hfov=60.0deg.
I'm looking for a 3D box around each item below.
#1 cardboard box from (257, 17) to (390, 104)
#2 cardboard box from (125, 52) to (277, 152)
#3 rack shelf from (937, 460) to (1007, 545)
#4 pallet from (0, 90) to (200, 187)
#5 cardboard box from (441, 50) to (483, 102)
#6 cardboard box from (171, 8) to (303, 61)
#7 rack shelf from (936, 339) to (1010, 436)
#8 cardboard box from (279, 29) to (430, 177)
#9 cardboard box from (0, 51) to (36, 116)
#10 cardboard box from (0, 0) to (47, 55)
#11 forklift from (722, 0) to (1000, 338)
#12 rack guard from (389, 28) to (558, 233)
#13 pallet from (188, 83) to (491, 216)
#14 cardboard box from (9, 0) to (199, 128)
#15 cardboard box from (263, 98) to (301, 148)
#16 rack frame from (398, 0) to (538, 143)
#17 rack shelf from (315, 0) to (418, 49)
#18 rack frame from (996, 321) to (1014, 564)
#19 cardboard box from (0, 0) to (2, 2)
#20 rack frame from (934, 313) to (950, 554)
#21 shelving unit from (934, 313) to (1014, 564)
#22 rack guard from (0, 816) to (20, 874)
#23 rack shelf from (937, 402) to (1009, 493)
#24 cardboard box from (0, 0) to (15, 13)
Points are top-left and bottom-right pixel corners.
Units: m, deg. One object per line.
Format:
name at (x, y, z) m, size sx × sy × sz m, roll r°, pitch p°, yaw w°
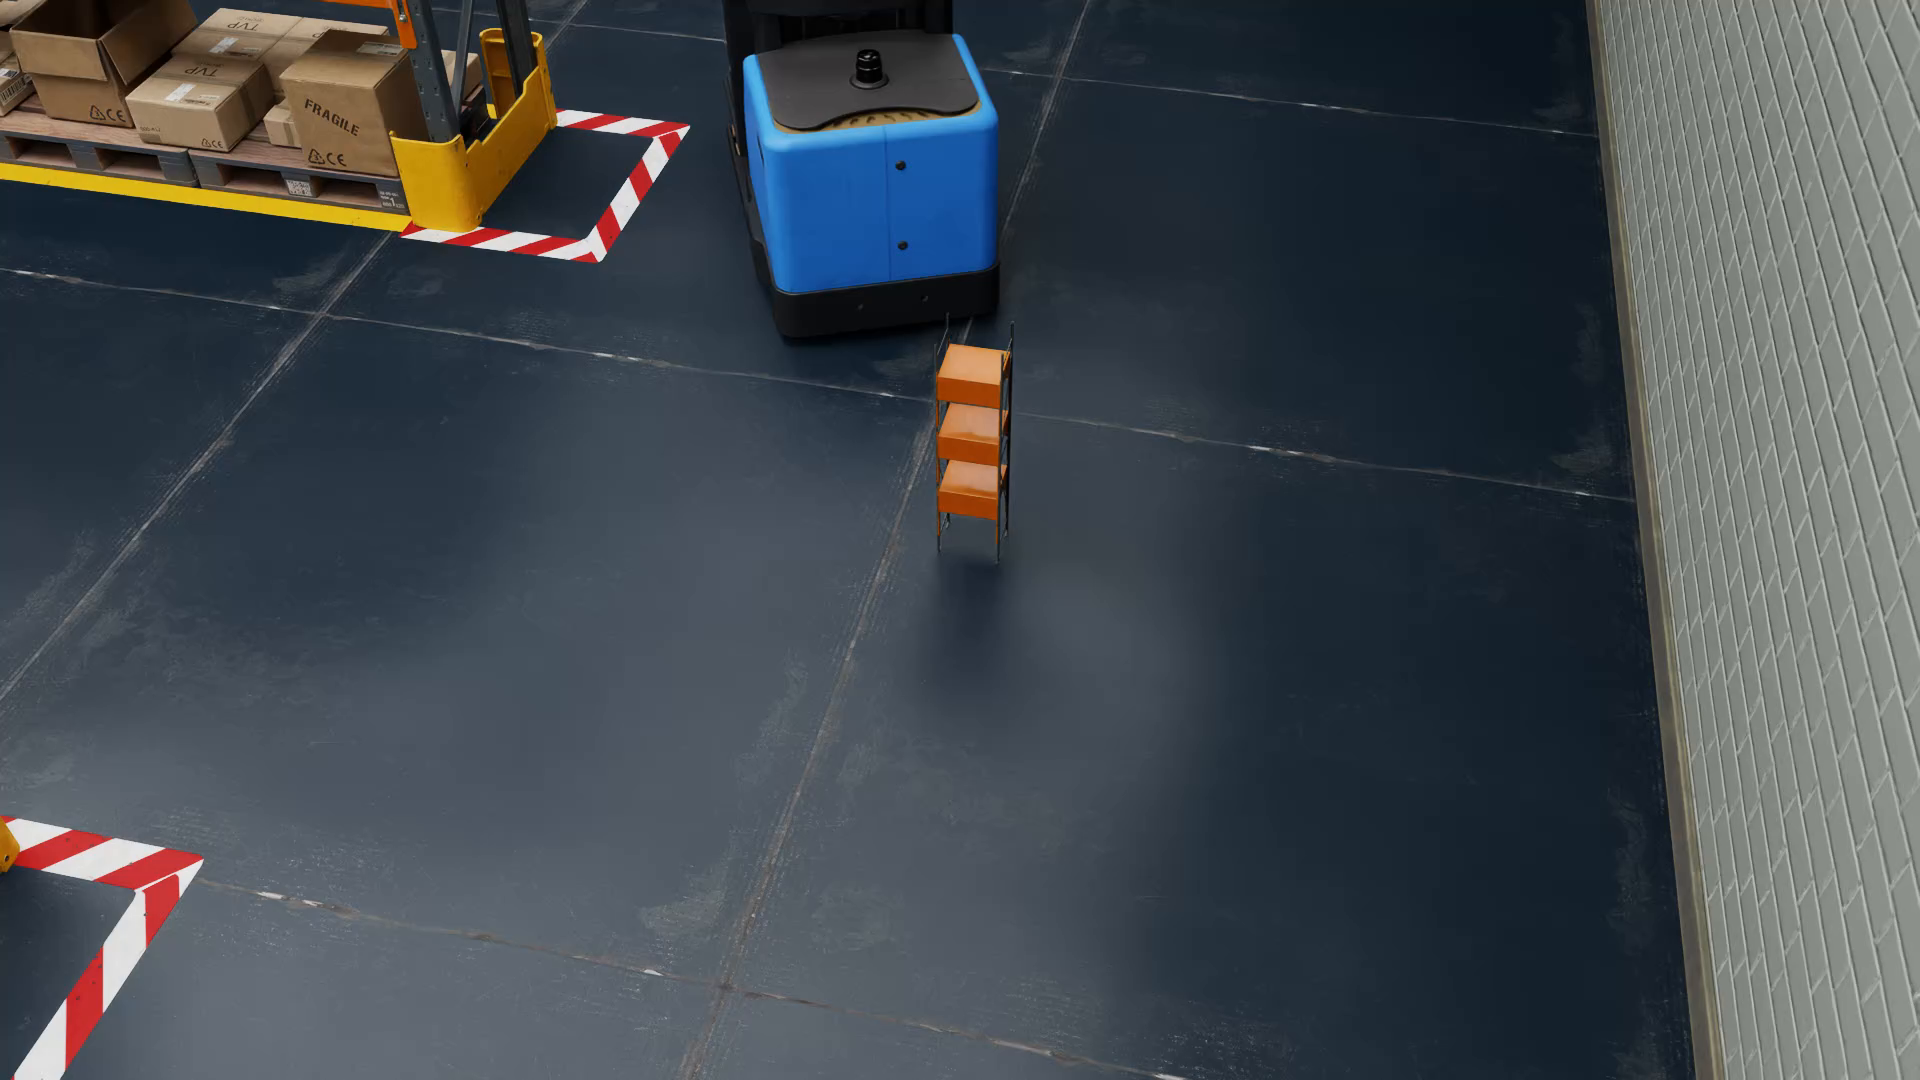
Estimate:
cardboard box at (-3.373, -2.542, 8.894) m, size 0.500 × 0.250 × 0.500 m, roll 9°, pitch 45°, yaw 9°
cardboard box at (-3.921, -2.272, 8.613) m, size 0.500 × 0.250 × 0.500 m, roll 9°, pitch 45°, yaw 9°
rack shelf at (0.052, -0.162, 6.578) m, size 0.240 × 0.259 × 0.215 m, roll 9°, pitch 45°, yaw 9°
pallet at (-4.456, -2.337, 9.026) m, size 1.213 × 0.211 × 1.003 m, roll 9°, pitch 45°, yaw 9°
cardboard box at (-2.750, -2.452, 8.873) m, size 0.250 × 0.149 × 0.380 m, roll 9°, pitch 45°, yaw 9°
cardboard box at (-3.861, -2.618, 8.972) m, size 0.500 × 0.250 × 0.500 m, roll 9°, pitch 45°, yaw 9°
rack shelf at (0.052, -0.567, 6.188) m, size 0.240 × 0.259 × 0.215 m, roll 9°, pitch 45°, yaw 9°
cardboard box at (-3.001, -2.198, 8.356) m, size 0.500 × 0.500 × 0.500 m, roll 9°, pitch 45°, yaw 9°
cardboard box at (-5.111, -2.434, 8.841) m, size 0.250 × 0.166 × 0.380 m, roll 9°, pitch 45°, yaw 9°
cardboard box at (-4.970, -2.812, 9.130) m, size 0.500 × 0.311 × 0.500 m, roll 9°, pitch 45°, yaw 9°
forklift at (-0.627, -3.017, 7.771) m, size 1.130 × 2.935 × 3.031 m, roll -8°, pitch 45°, yaw -9°
rack guard at (-2.491, -2.135, 8.608) m, size 0.348 × 0.500 × 1.175 m, roll 9°, pitch 45°, yaw 9°
pallet at (-3.269, -2.151, 8.833) m, size 1.213 × 0.211 × 1.003 m, roll 9°, pitch 45°, yaw 9°
cardboard box at (-4.485, -2.608, 8.780) m, size 0.637 × 0.503 × 0.797 m, roll 9°, pitch 45°, yaw 9°
cardboard box at (-3.376, -2.200, 8.598) m, size 0.250 × 0.166 × 0.380 m, roll 9°, pitch 45°, yaw 9°
rack frame at (-2.416, -3.024, 7.729) m, size 0.127 × 3.000 × 1.000 m, roll 9°, pitch 45°, yaw 9°
rack shelf at (-4.368, -3.068, 8.293) m, size 4.000 × 0.370 × 1.077 m, roll 9°, pitch 45°, yaw 9°
rack frame at (0.171, -0.352, 6.358) m, size 0.008 × 1.050 × 0.200 m, roll 9°, pitch 45°, yaw 9°
cardboard box at (-5.702, -2.994, 9.183) m, size 0.500 × 0.500 × 0.500 m, roll 9°, pitch 45°, yaw 9°
rack frame at (-0.067, -0.389, 6.397) m, size 0.008 × 1.050 × 0.200 m, roll 9°, pitch 45°, yaw 9°
shelving unit at (0.052, -0.370, 6.377) m, size 0.252 × 1.050 × 0.215 m, roll 9°, pitch 45°, yaw 9°
rack guard at (-3.475, 1.223, 5.119) m, size 0.348 × 0.500 × 1.175 m, roll 9°, pitch 45°, yaw 9°
rack shelf at (0.052, -0.363, 6.385) m, size 0.240 × 0.259 × 0.215 m, roll 9°, pitch 45°, yaw 9°
cardboard box at (-5.323, -2.851, 9.287) m, size 0.250 × 0.149 × 0.380 m, roll 9°, pitch 45°, yaw 9°
